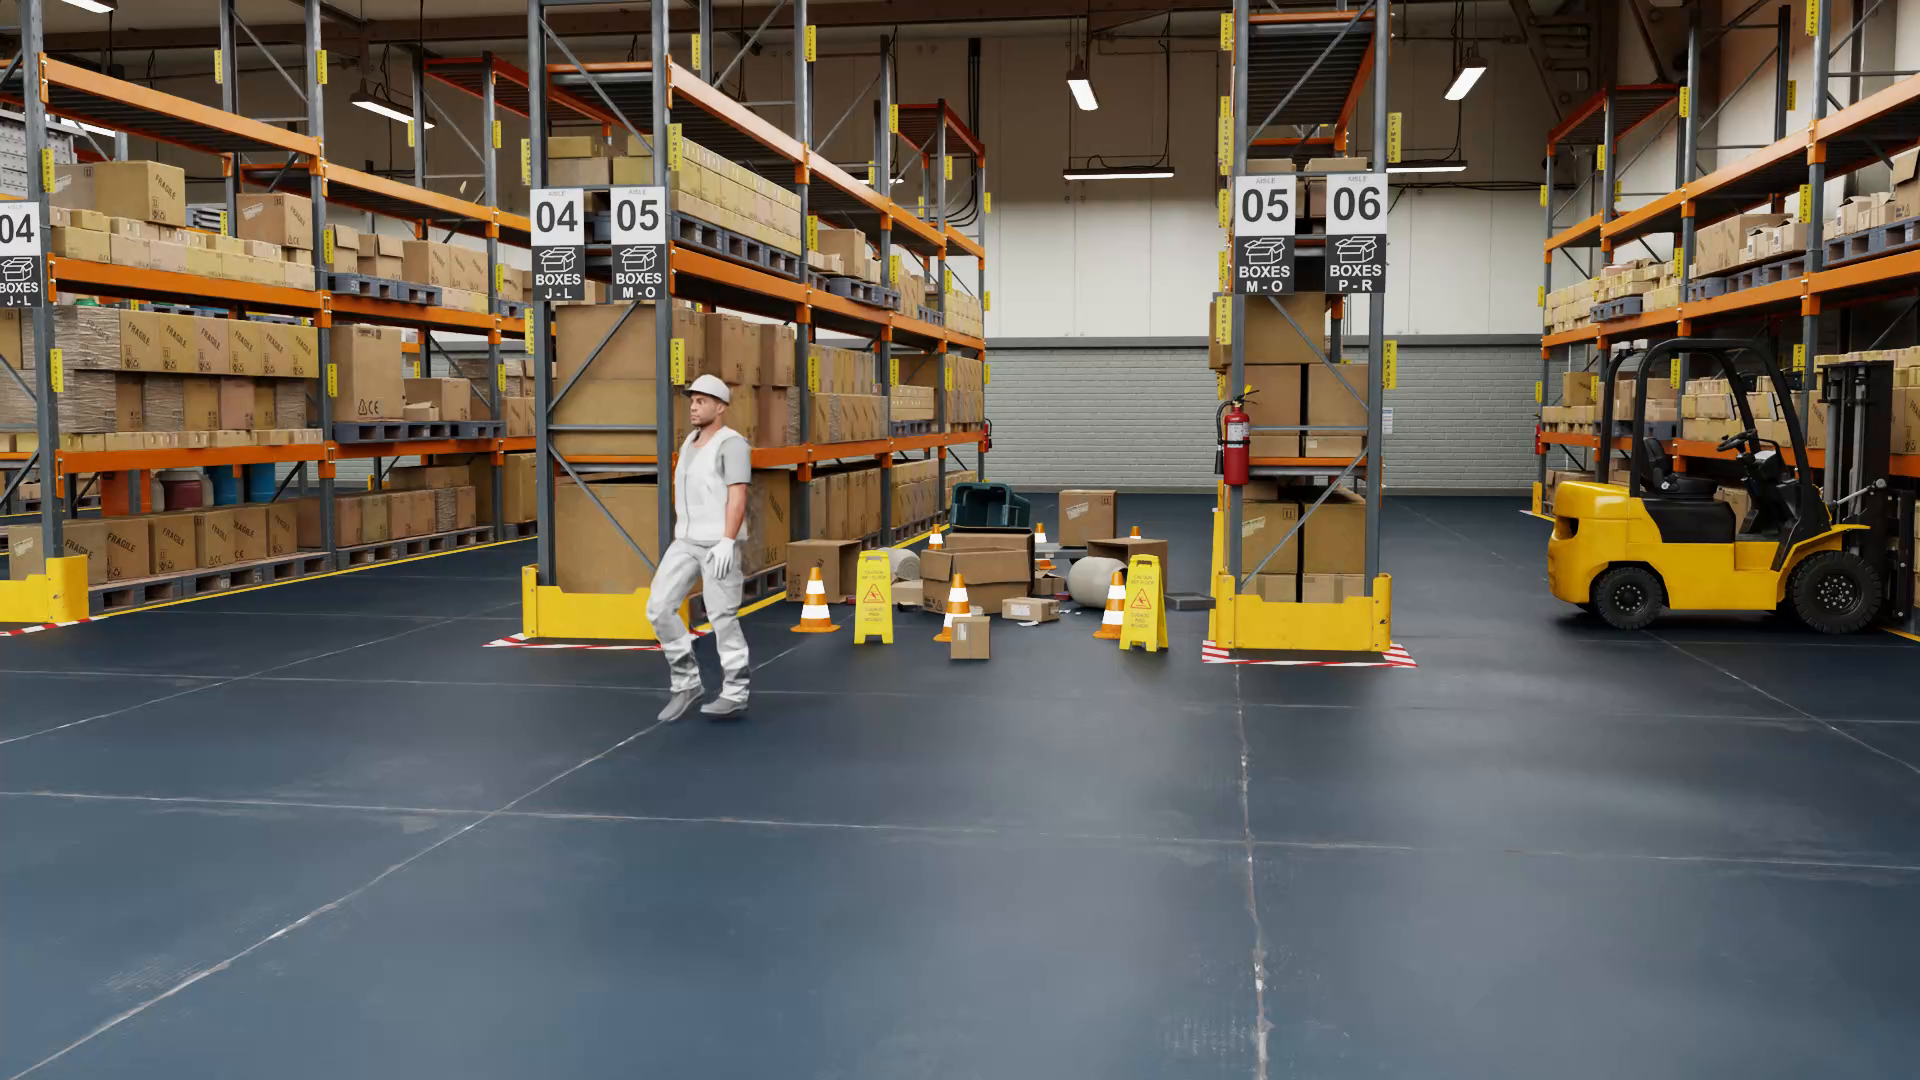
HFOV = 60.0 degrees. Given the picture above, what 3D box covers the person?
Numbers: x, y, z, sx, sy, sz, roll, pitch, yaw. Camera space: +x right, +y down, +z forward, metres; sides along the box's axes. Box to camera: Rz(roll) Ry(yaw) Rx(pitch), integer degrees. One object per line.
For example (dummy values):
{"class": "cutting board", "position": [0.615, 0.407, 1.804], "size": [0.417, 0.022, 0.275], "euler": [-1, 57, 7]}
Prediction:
{"class": "person", "position": [-1.335, 0.055, 8.655], "size": [0.586, 1.827, 0.504], "euler": [4, 6, 41]}
